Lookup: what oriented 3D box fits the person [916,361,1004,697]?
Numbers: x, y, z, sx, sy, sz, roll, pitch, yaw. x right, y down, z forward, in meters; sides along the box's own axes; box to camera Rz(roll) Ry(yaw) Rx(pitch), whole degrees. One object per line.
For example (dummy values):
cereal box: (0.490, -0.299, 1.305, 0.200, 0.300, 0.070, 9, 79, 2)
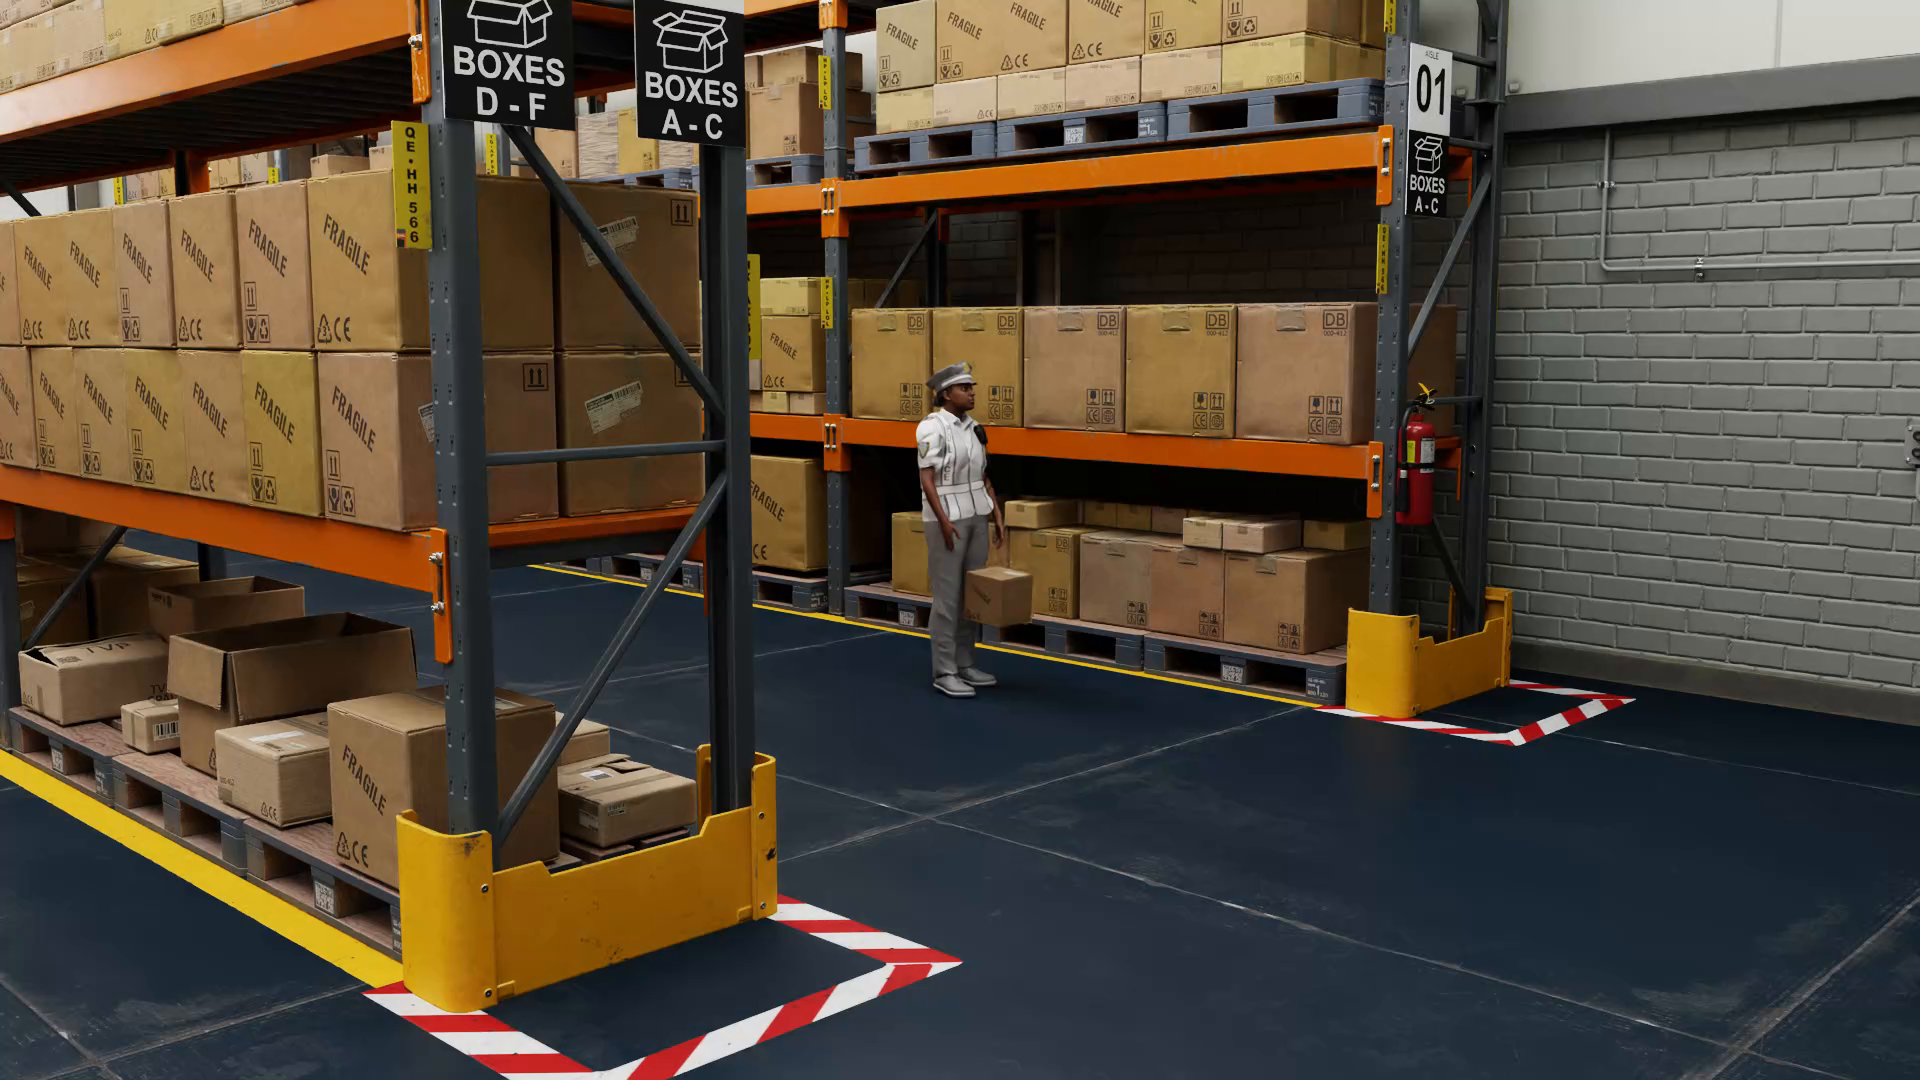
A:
person: (0.025, -0.078, 8.675, 0.528, 1.697, 0.550, 7, 10, 43)
